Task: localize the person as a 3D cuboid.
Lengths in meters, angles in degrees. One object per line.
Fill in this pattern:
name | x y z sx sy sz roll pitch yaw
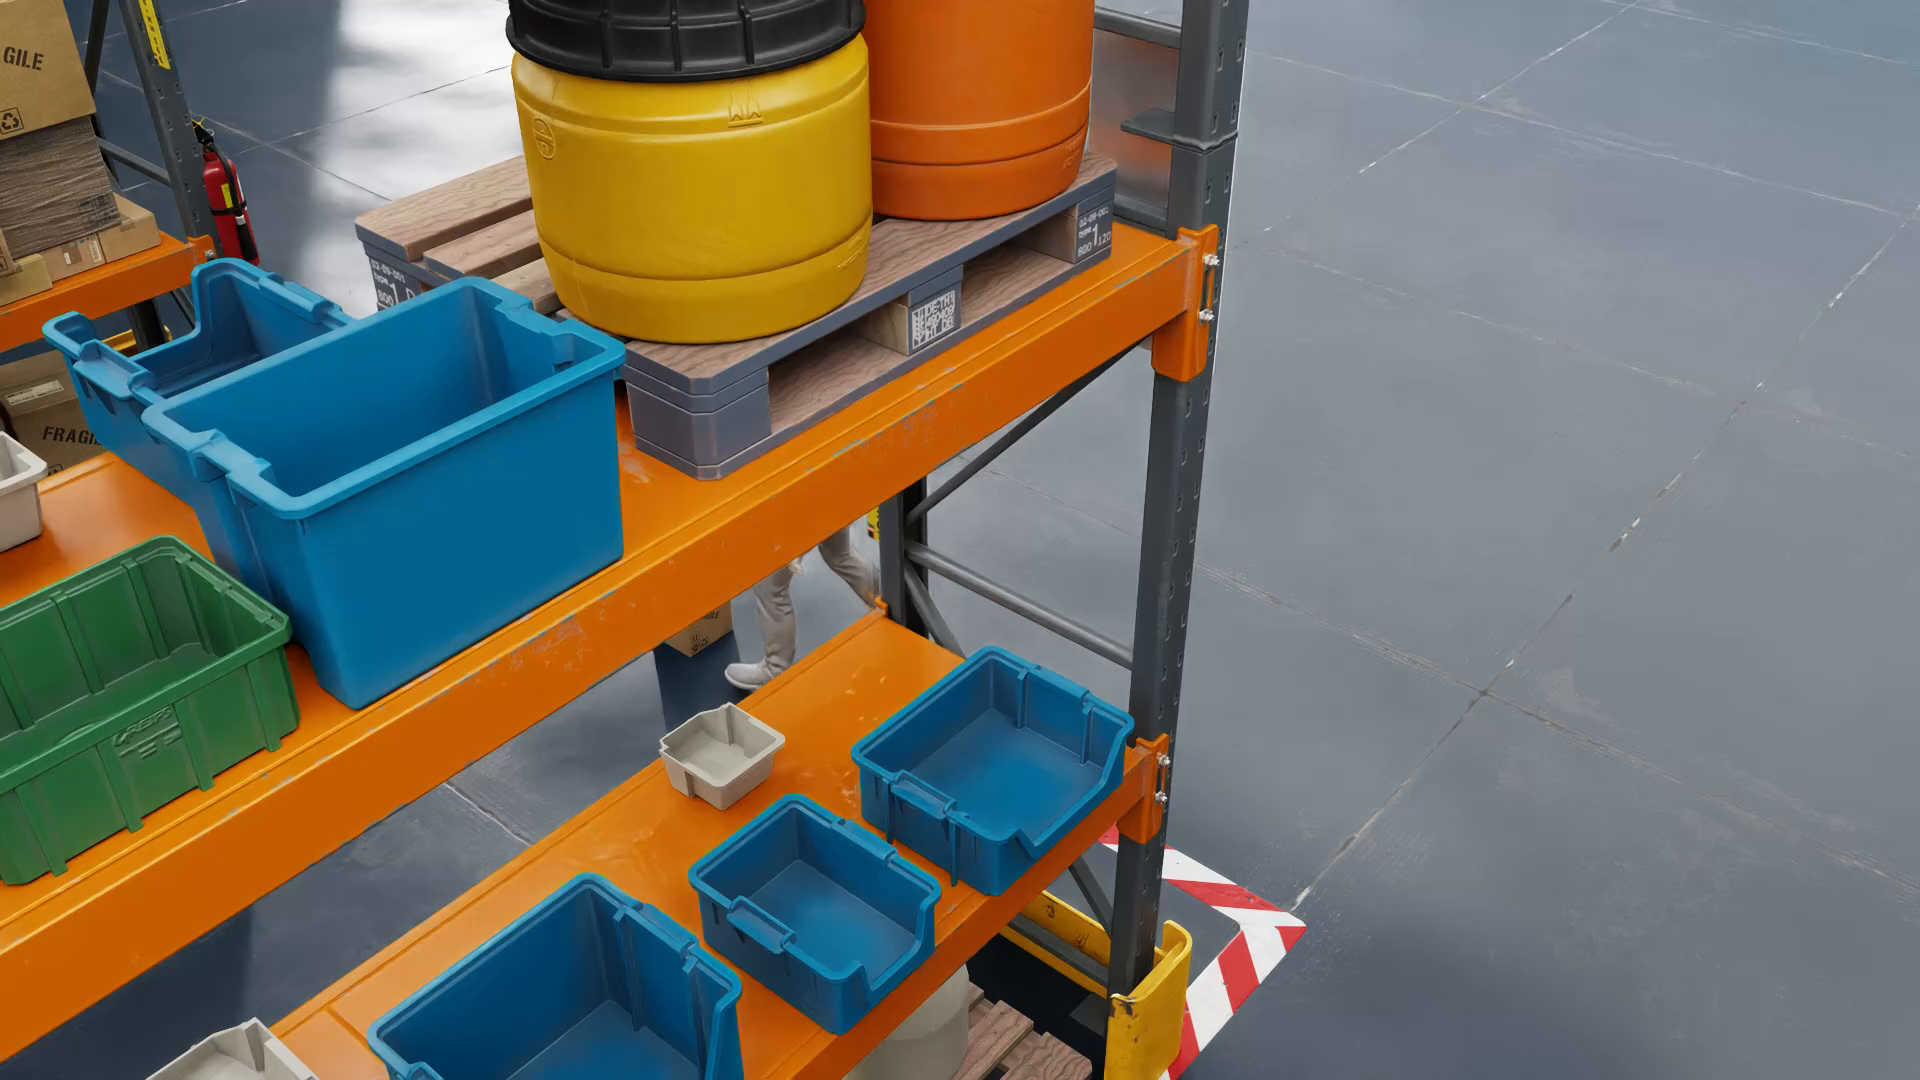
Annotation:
person | -0.545 -0.167 6.345 0.679 1.653 0.622 13 37 18
